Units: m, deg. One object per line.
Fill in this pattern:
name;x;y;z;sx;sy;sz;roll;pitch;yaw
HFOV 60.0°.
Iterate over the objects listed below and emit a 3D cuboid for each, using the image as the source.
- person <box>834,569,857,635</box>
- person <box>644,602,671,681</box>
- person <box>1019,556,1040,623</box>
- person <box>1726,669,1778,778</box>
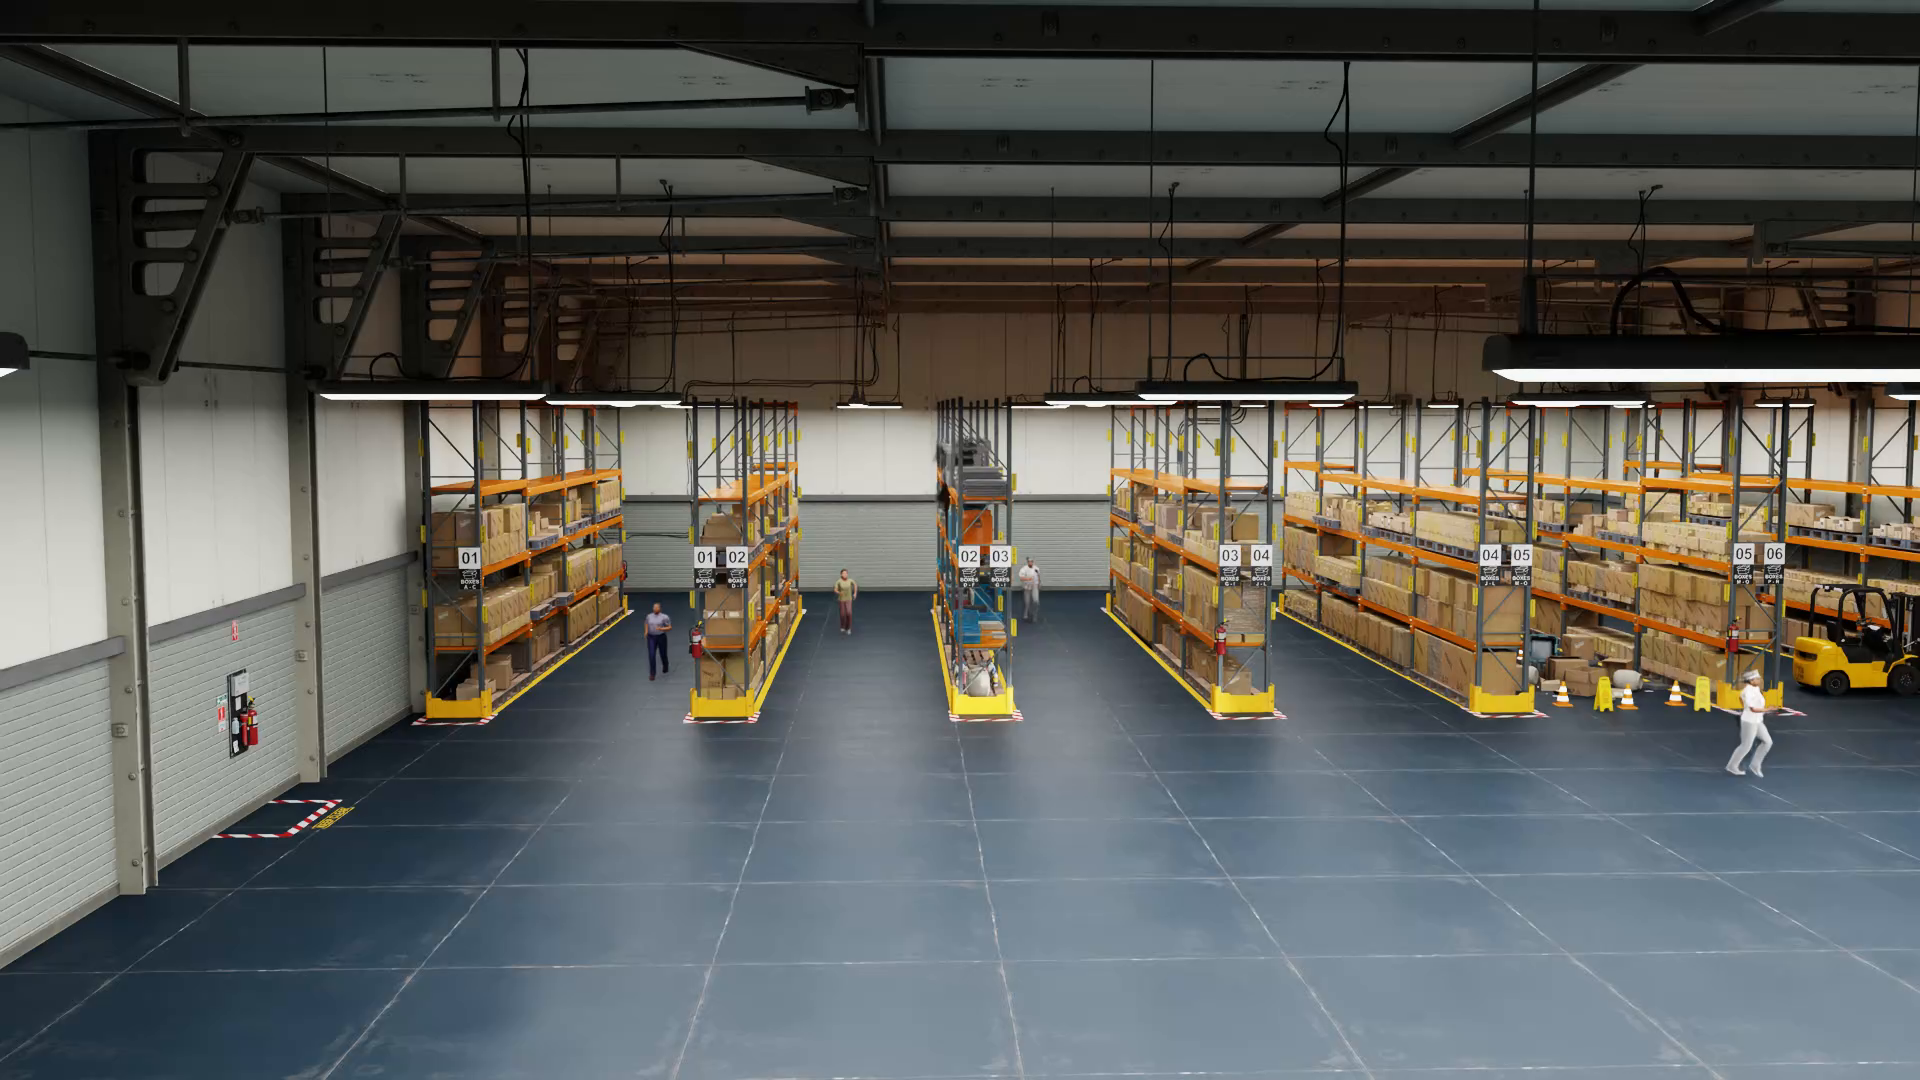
person;-2.945;1.603;42.796;0.592;1.719;0.698;0;4;-6
person;-6.482;2.145;35.617;0.614;1.624;0.923;0;4;0
person;1.912;1.348;45.316;0.630;1.845;0.872;-1;5;-11
person;12.390;2.884;25.979;0.712;1.757;0.564;3;6;37
